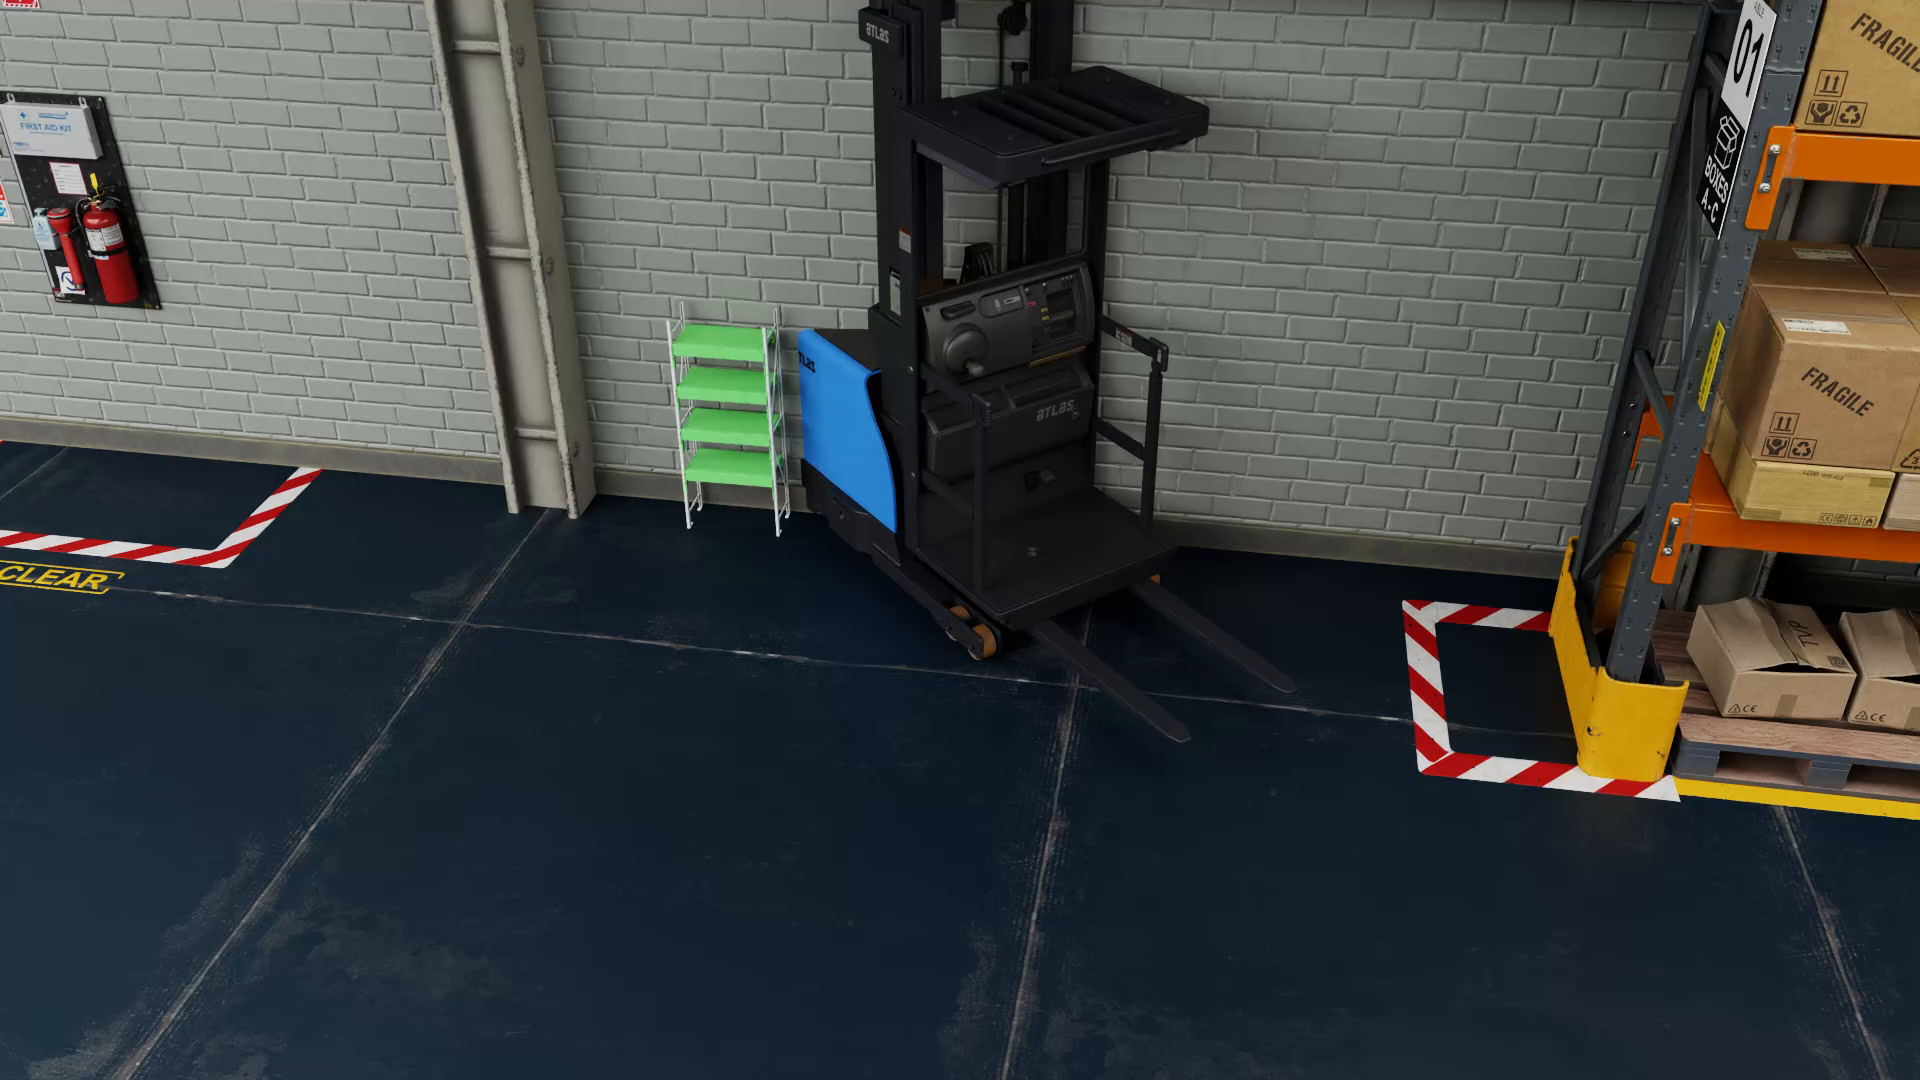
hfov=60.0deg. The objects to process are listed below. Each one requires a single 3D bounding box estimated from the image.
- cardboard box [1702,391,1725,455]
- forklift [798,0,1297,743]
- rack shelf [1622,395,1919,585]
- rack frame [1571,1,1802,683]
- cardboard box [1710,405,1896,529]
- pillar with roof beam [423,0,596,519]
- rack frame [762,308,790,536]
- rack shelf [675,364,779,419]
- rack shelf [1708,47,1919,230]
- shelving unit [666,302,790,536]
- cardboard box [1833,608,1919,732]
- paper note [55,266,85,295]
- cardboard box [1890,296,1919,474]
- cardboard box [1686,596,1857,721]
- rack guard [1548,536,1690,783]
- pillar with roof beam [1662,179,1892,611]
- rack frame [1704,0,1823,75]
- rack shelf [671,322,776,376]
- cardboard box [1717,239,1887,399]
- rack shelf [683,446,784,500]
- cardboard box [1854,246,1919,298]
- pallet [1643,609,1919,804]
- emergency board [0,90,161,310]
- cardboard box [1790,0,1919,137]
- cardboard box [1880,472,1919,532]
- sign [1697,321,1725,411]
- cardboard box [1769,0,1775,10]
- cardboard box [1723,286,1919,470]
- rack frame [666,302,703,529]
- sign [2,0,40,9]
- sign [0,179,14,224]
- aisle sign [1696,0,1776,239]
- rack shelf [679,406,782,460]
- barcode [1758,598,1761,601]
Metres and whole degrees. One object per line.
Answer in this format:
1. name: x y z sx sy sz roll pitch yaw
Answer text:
1. cardboard box: 3.352 -0.563 6.945 0.500 0.250 0.500 6 32 9
2. forklift: 0.353 -0.966 7.532 1.130 2.935 3.031 -20 37 -28
3. rack shelf: 4.830 -0.075 6.720 4.000 0.370 1.077 5 32 8
4. rack frame: 2.859 -0.558 6.815 0.127 3.000 1.000 5 32 8
5. cardboard box: 3.287 -0.294 6.514 0.500 0.250 0.500 4 32 7
6. pillar with roof beam: -2.944 -1.775 3.105 0.400 9.000 9.100 5 32 8
7. rack frame: -0.942 -0.592 8.564 0.015 1.200 0.240 5 32 8
8. rack shelf: -1.183 -0.761 8.504 0.480 0.148 0.258 5 32 8
9. rack shelf: 4.830 -1.346 5.925 4.000 0.370 1.077 5 32 8
10. shelving unit: -1.183 -0.612 8.597 0.503 1.200 0.258 5 32 8
11. cardboard box: 4.088 0.555 7.156 0.500 0.311 0.500 8 33 12
12. paper note: -4.812 -1.403 8.994 0.142 0.148 0.016 5 32 8
13. cardboard box: 3.764 -0.572 6.252 0.500 0.500 0.500 5 32 8
14. cardboard box: 3.526 0.504 7.238 0.500 0.311 0.500 2 32 3
15. rack guard: 2.934 0.508 7.467 0.348 0.500 1.175 5 32 8
16. pillar with roof beam: 2.970 -1.240 2.249 0.400 9.000 9.100 5 32 8
17. rack frame: 2.859 -3.101 5.223 0.127 3.000 1.000 5 32 8
18. rack shelf: -1.183 -0.965 8.376 0.480 0.148 0.258 5 32 8
19. cardboard box: 3.359 -0.890 6.761 0.500 0.500 0.500 5 32 8
20. rack shelf: -1.183 -0.355 8.758 0.480 0.148 0.258 5 32 8
21. cardboard box: 3.854 -0.840 6.681 0.500 0.500 0.500 6 32 9
22. pallet: 3.729 0.721 7.398 1.213 0.211 1.003 5 32 8
23. emergency board: -4.650 -1.724 8.678 0.643 1.169 0.194 5 32 8
24. cardboard box: 3.146 -1.720 5.731 0.500 0.500 0.500 6 33 9
25. cardboard box: 3.801 -0.255 6.452 0.500 0.250 0.500 4 32 7
26. sign: 2.768 -0.641 6.132 0.005 0.325 0.100 5 32 8
27. cardboard box: 3.313 -1.976 6.139 0.500 0.500 0.500 7 33 12
28. cardboard box: 3.279 -0.621 6.331 0.500 0.500 0.500 5 32 8
29. rack frame: -1.424 -0.633 8.630 0.015 1.200 0.240 5 32 8
30. sign: -4.641 -2.760 8.147 0.199 0.298 0.001 5 32 8
31. sign: -5.177 -1.843 8.833 0.234 0.329 0.001 5 32 8
32. aisle sign: 2.738 -1.510 5.885 0.004 0.787 0.394 5 32 8
33. rack shelf: -1.183 -0.558 8.631 0.480 0.148 0.258 5 32 8
34. barcode: 3.611 0.292 7.567 0.075 0.075 0.001 5 32 8
